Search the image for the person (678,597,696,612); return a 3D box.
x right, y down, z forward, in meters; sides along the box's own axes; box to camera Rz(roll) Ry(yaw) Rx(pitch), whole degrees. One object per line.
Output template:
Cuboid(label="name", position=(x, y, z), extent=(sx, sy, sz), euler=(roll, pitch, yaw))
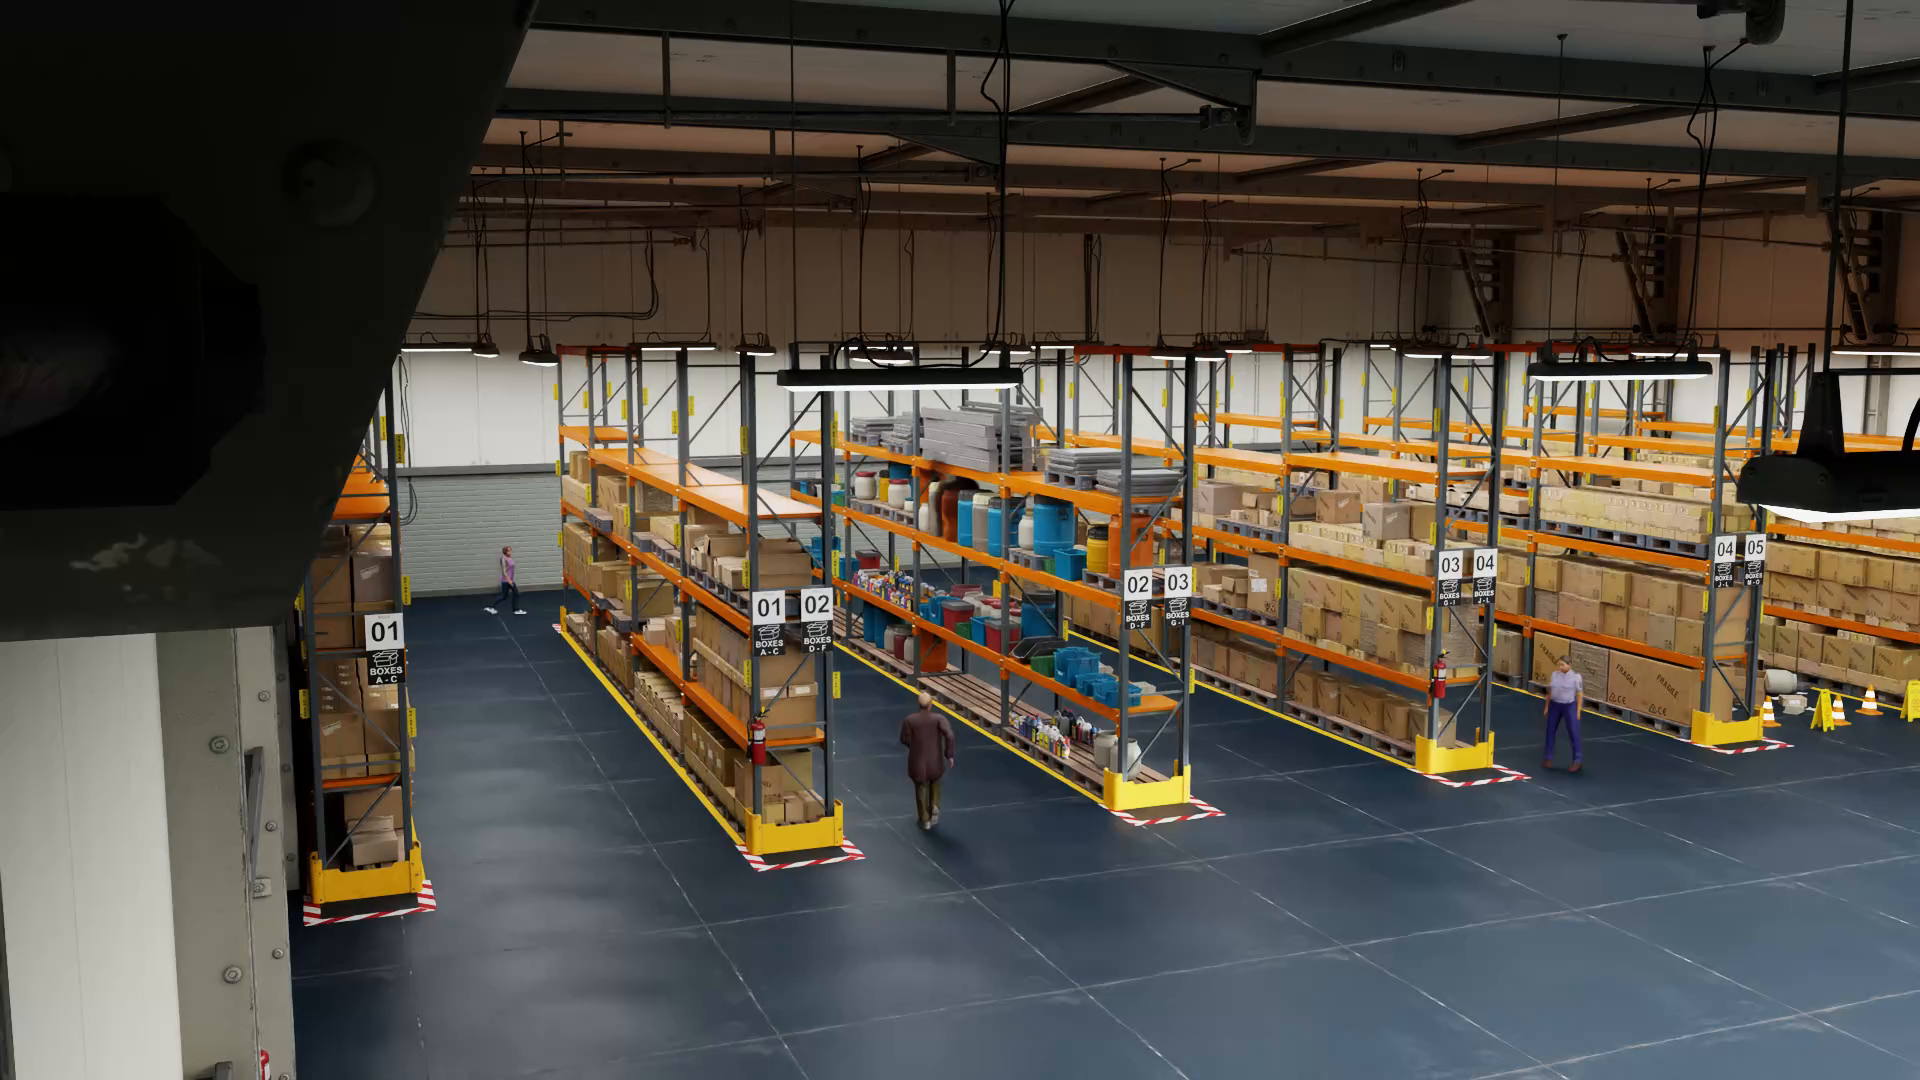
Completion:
Cuboid(label="person", position=(-6.027, 0.731, 37.017), extent=(0.523, 1.776, 0.534), euler=(-3, 8, -21))

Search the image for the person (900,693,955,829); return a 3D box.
Cuboid(label="person", position=(-0.424, 2.798, 21.275), extent=(0.698, 1.744, 0.649), euler=(0, 7, -2))

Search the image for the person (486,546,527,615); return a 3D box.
Cuboid(label="person", position=(-10.040, 0.894, 36.715), extent=(0.866, 1.550, 0.477), euler=(-2, 7, -13))

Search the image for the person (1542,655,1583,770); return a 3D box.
Cuboid(label="person", position=(8.702, 2.473, 24.003), extent=(0.558, 1.647, 0.426), euler=(5, 9, 34))
